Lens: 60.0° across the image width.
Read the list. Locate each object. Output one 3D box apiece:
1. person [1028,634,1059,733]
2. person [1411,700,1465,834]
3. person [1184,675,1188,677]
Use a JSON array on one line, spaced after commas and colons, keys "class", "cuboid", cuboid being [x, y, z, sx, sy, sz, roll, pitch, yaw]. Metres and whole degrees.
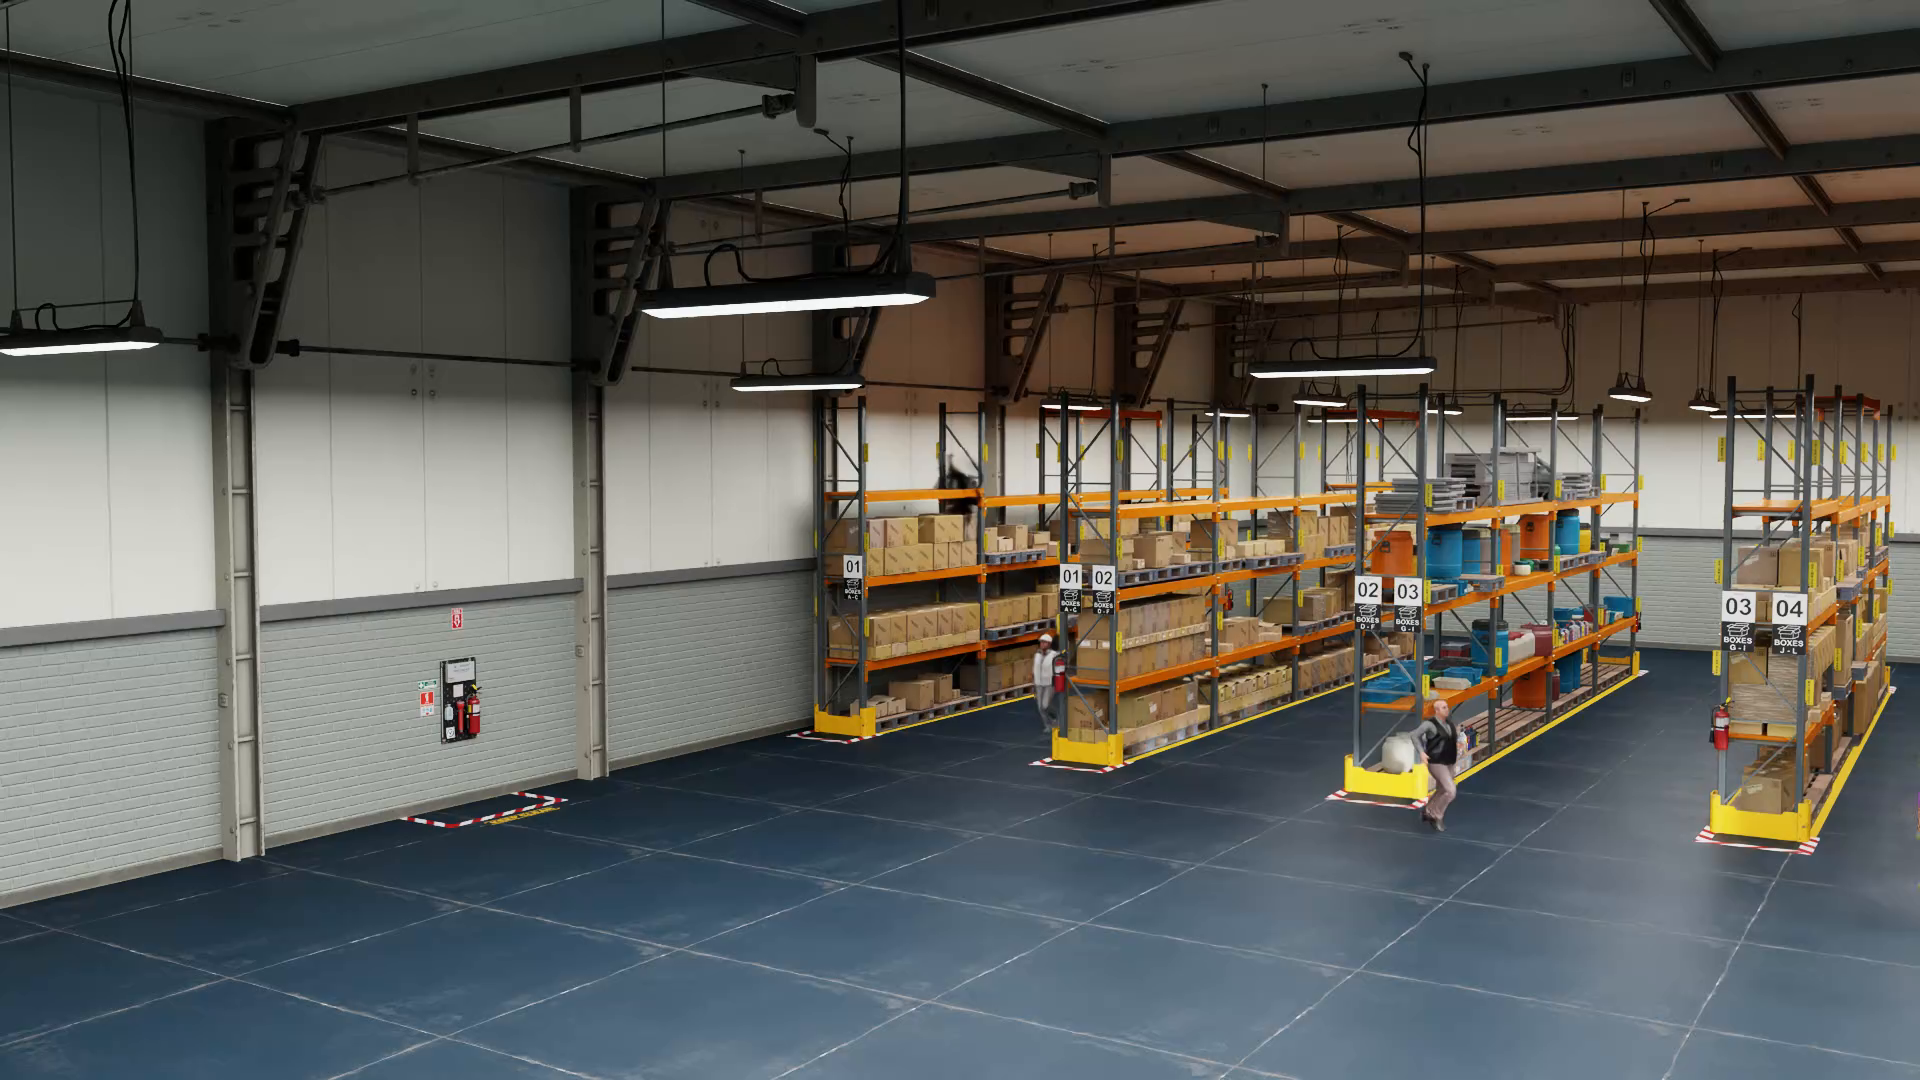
[{"class": "person", "cuboid": [1.473, 2.501, 28.883, 0.635, 1.727, 0.564, 2, 4, 36]}, {"class": "person", "cuboid": [6.367, 2.994, 21.982, 0.626, 1.746, 0.720, -2, 4, -36]}, {"class": "person", "cuboid": [4.503, 2.407, 33.861, 0.537, 1.585, 0.881, 2, 4, 31]}]
